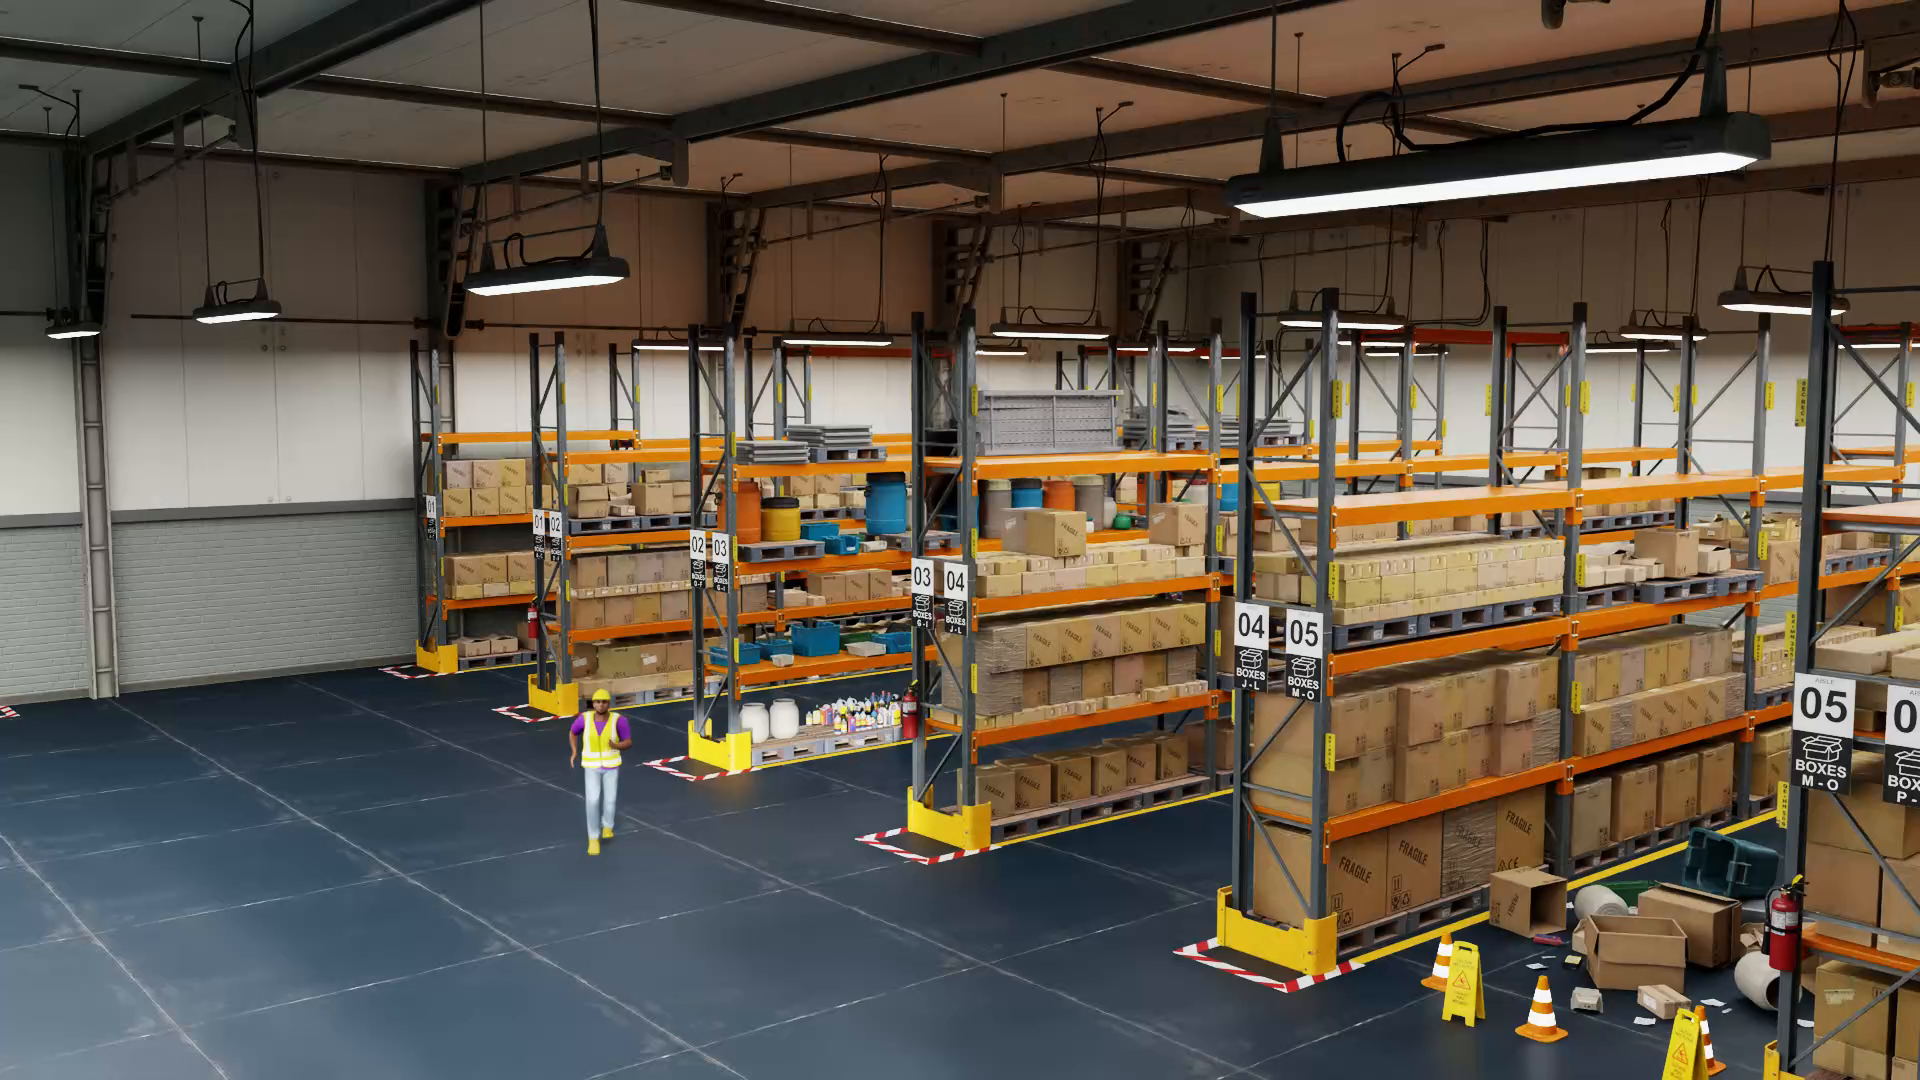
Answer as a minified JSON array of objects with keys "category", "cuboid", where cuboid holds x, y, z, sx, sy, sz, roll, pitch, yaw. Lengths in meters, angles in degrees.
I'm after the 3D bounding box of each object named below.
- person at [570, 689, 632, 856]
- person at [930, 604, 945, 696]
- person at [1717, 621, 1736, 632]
[{"category":"person","cuboid":[-4.006,2.568,18.590,0.669,1.829,0.765,-1,5,-15]},{"category":"person","cuboid":[-0.308,1.695,27.921,0.666,1.847,0.928,4,7,38]},{"category":"person","cuboid":[11.207,2.054,24.254,0.722,1.768,0.650,-3,6,-28]}]
